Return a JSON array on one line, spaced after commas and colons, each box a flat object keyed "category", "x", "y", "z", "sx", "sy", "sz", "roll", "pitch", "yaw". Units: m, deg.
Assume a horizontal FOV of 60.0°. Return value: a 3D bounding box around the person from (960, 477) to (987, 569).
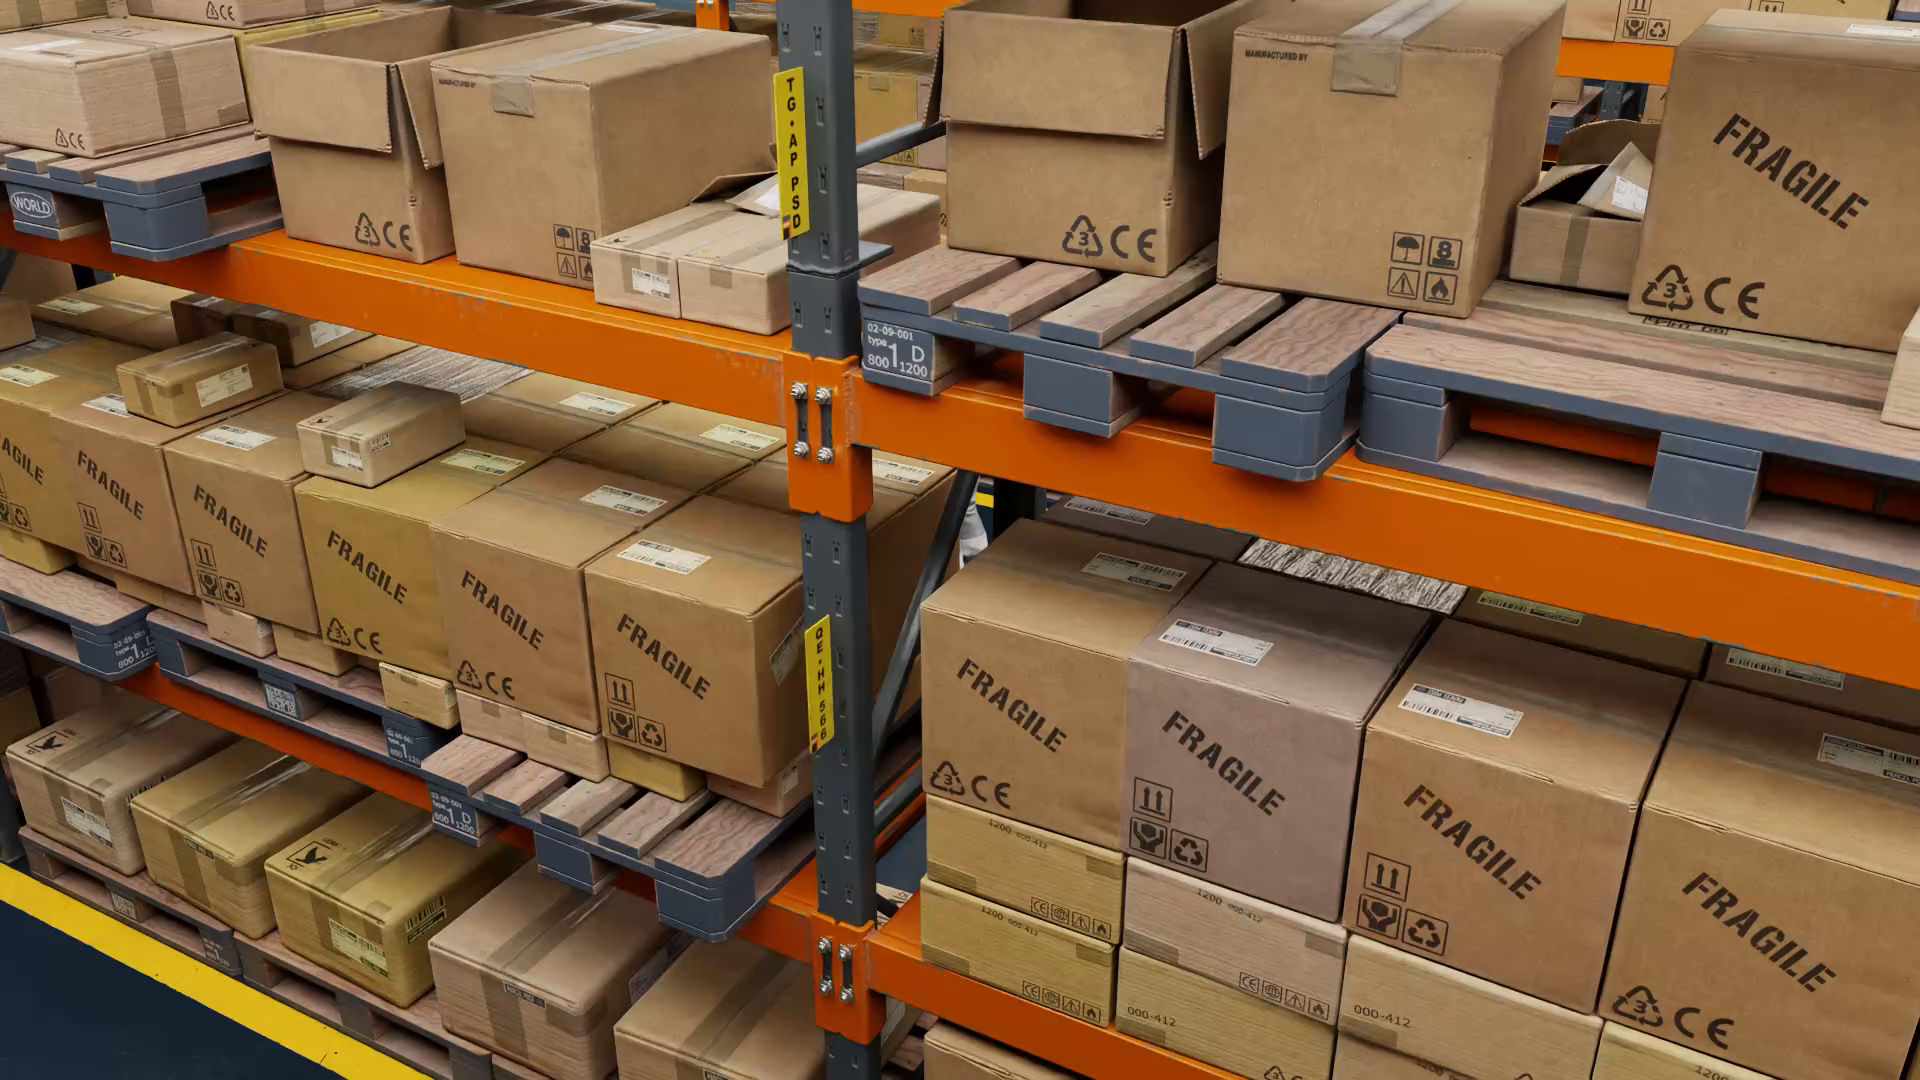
[{"category": "person", "x": -0.052, "y": -0.472, "z": 8.046, "sx": 0.337, "sy": 1.783, "sz": 0.525, "roll": 15, "pitch": 30, "yaw": 27}]
